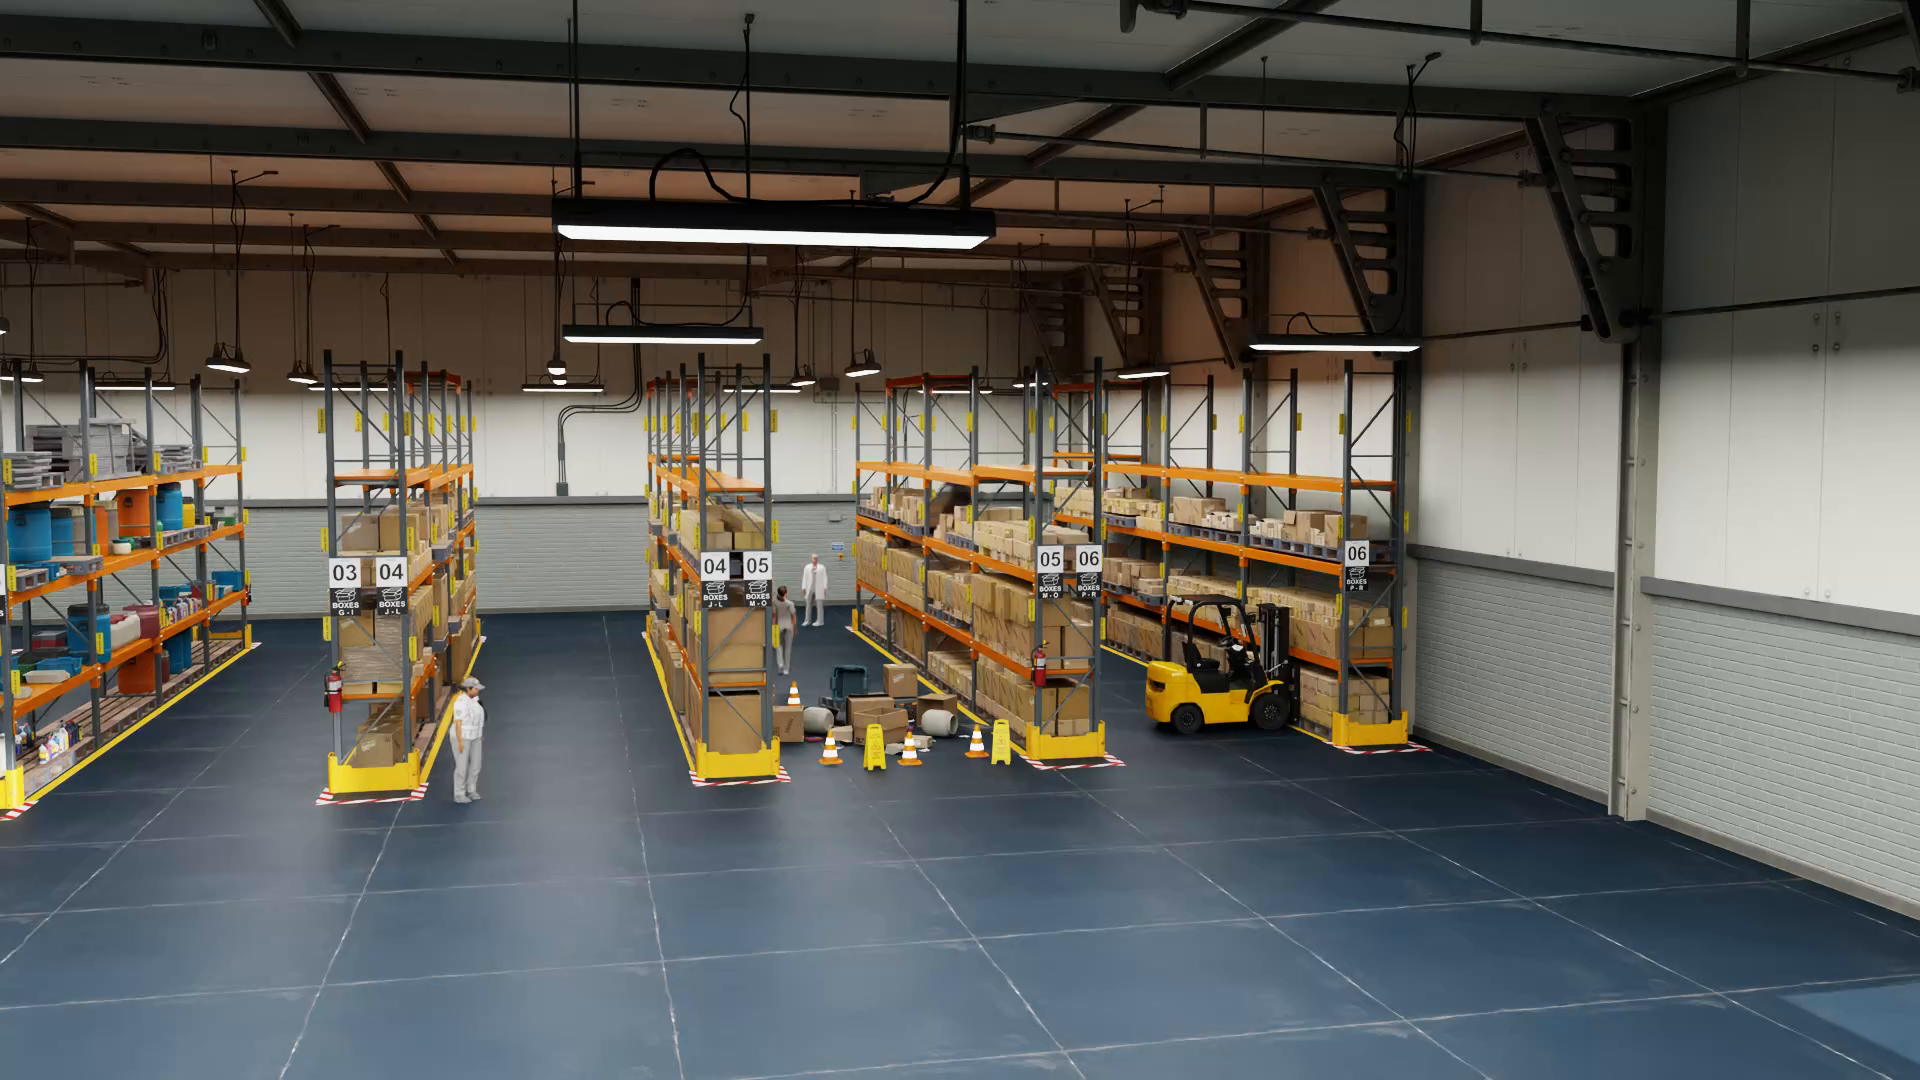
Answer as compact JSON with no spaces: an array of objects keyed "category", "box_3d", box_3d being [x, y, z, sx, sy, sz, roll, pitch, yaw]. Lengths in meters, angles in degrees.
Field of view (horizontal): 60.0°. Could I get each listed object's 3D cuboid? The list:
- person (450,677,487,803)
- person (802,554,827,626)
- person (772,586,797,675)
[{"category":"person","box_3d":[-6.527,2.648,22.094,0.477,1.675,0.514,1,4,19]},{"category":"person","box_3d":[-3.616,1.241,41.284,0.615,1.790,0.440,1,4,16]},{"category":"person","box_3d":[-3.301,1.707,31.243,0.464,1.702,0.421,0,4,-2]}]
